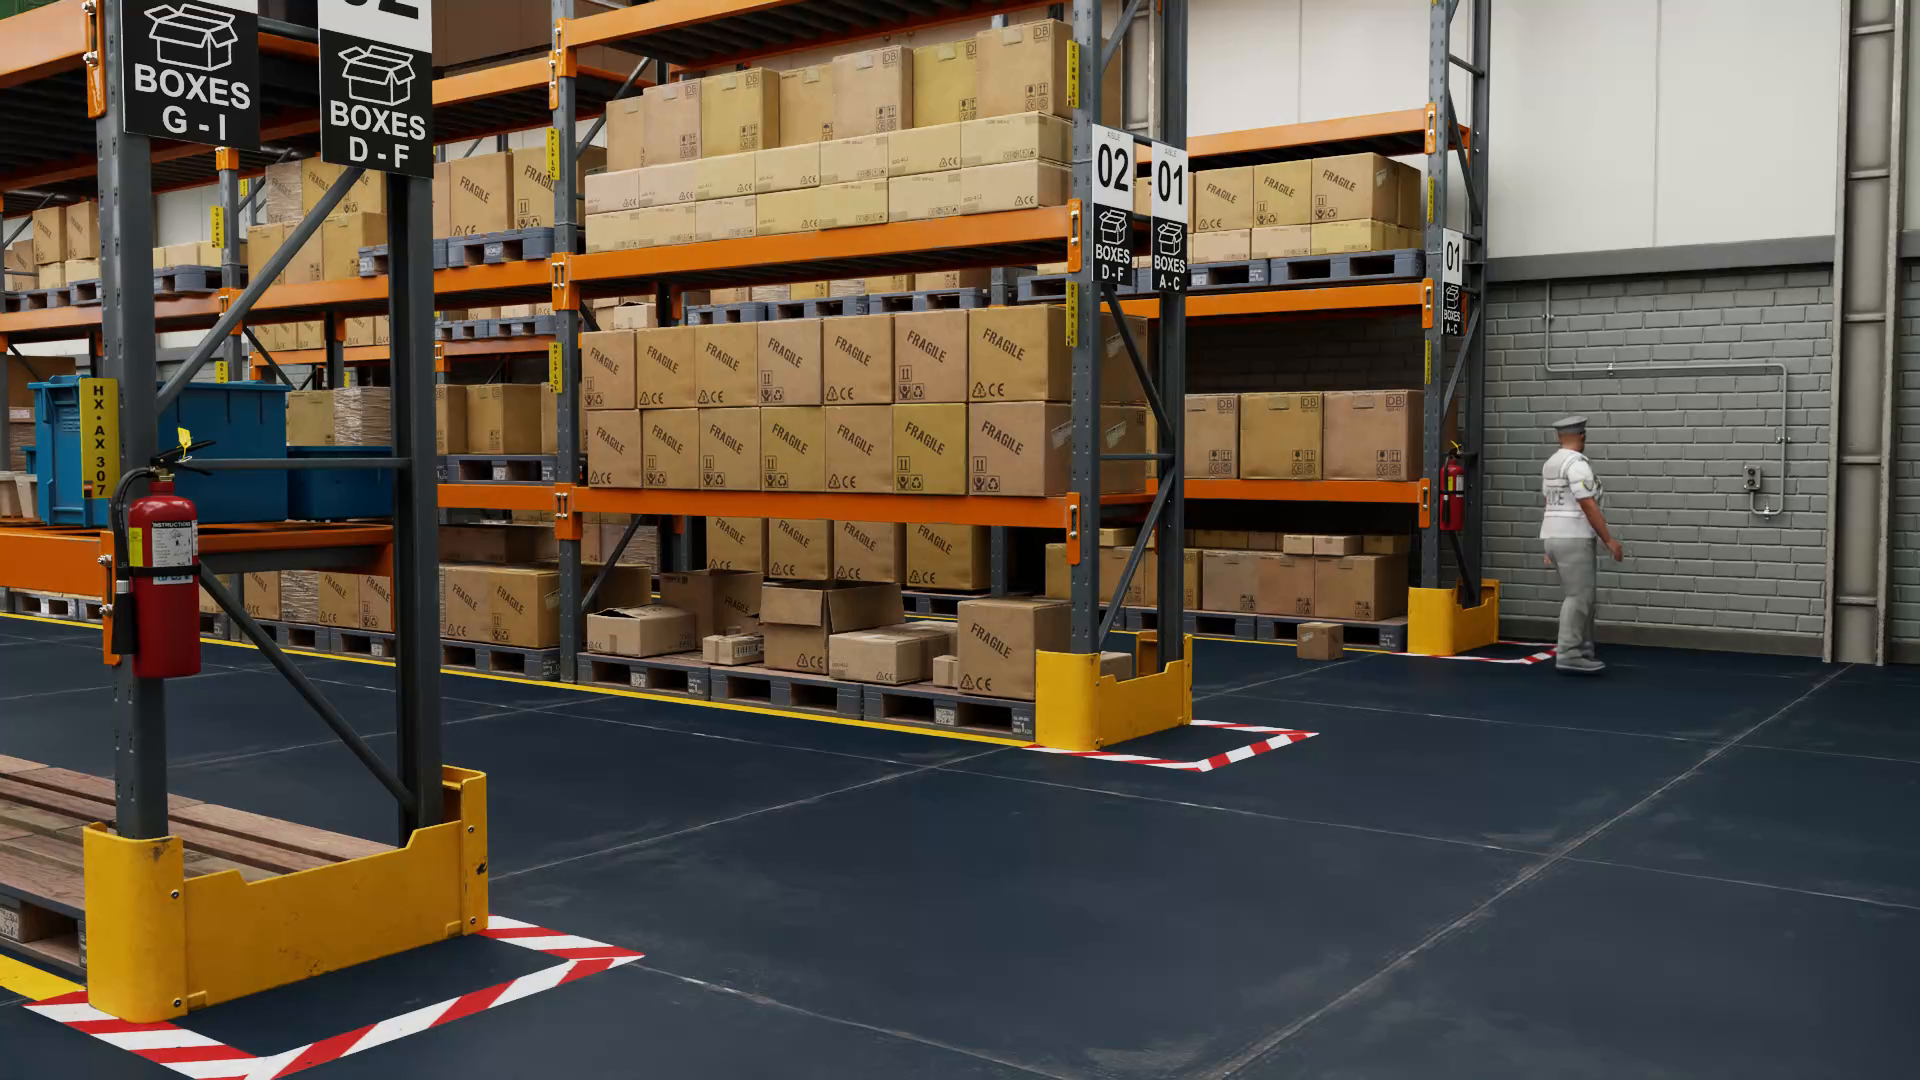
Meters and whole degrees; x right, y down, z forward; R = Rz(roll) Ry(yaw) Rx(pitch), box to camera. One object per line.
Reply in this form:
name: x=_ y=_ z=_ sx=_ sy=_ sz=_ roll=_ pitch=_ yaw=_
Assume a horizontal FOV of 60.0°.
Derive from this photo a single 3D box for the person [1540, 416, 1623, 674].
person: x=4.277 y=0.068 z=11.471 sx=0.502 sy=1.843 sz=0.552 roll=0 pitch=3 yaw=3
